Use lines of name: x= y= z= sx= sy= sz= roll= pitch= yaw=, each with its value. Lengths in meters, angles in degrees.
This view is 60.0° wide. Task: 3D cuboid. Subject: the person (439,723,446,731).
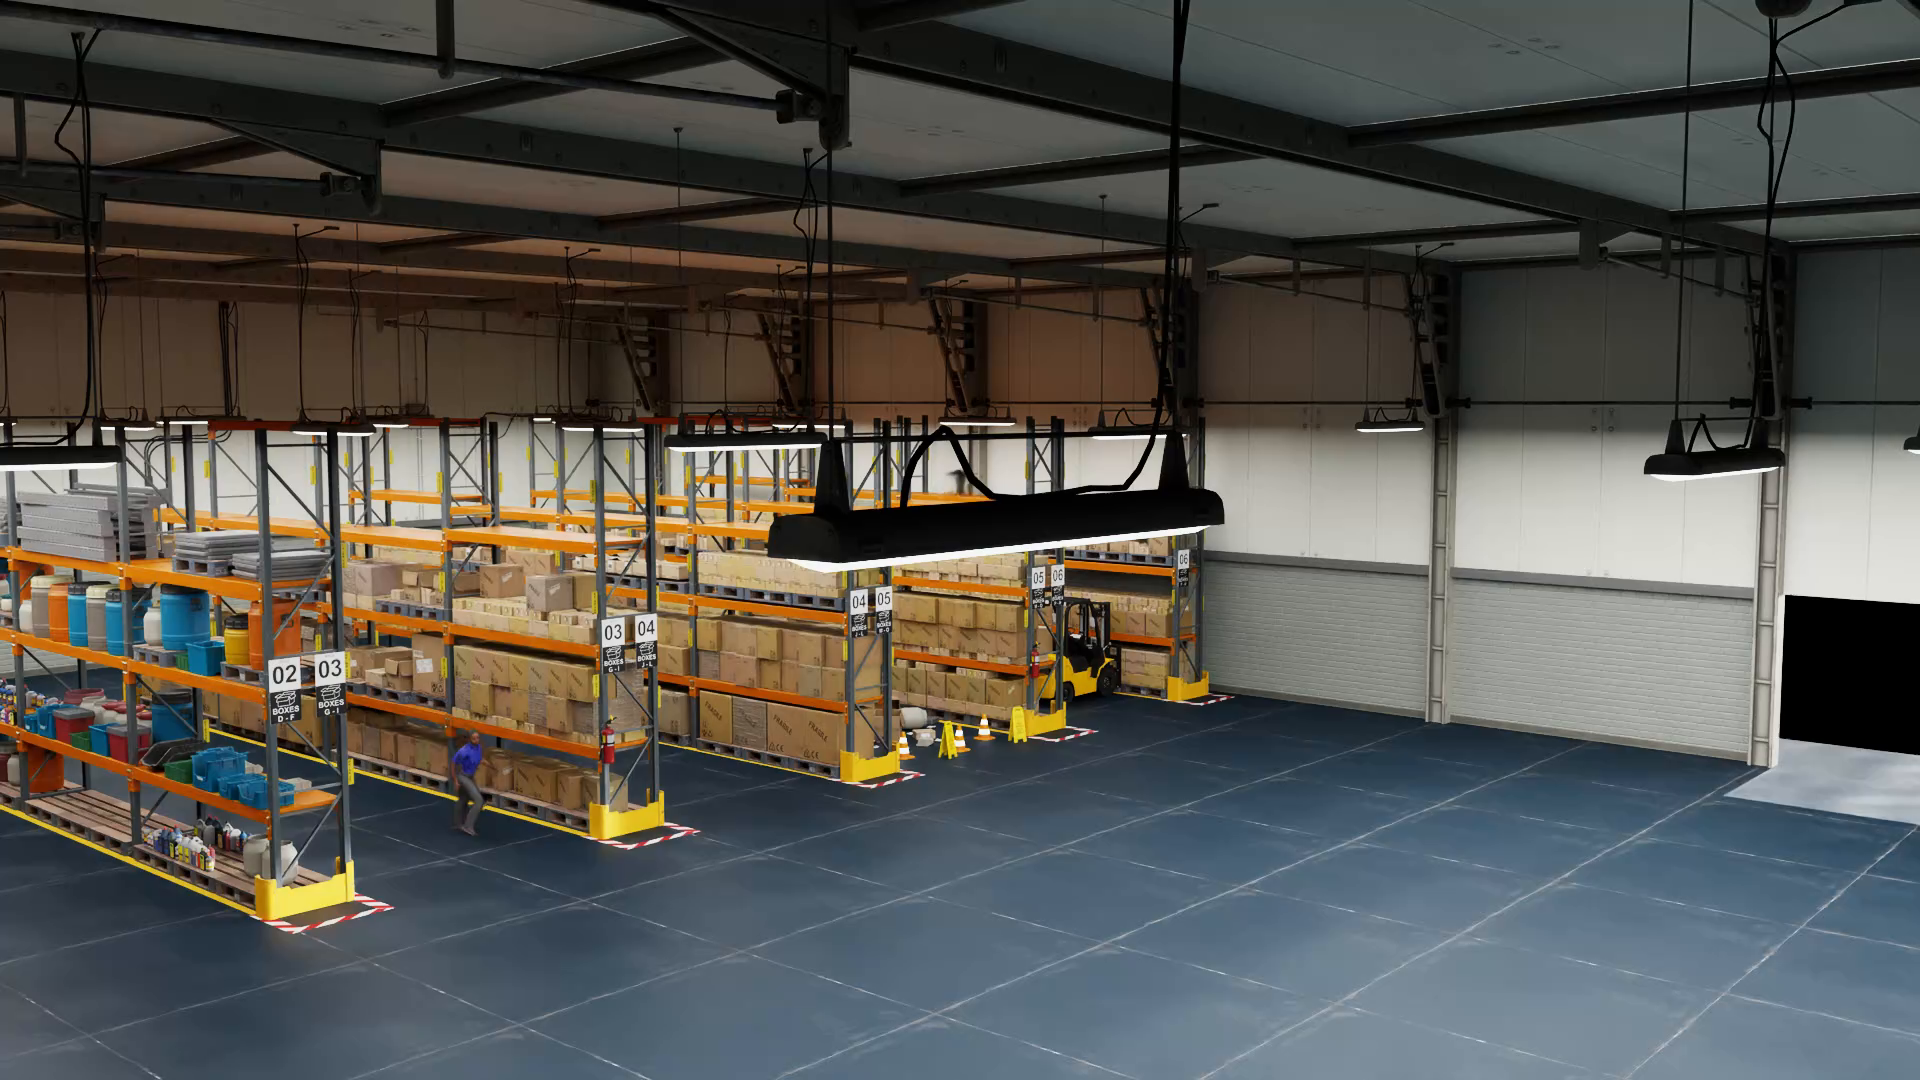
person: x=-9.592 y=2.890 z=30.997 sx=0.694 sy=1.774 sz=0.702 roll=-4 pitch=6 yaw=-42

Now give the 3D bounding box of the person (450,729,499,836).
person: x=-7.156 y=3.546 z=24.411 sx=0.777 sy=1.622 sz=0.599 roll=0 pitch=5 yaw=0
